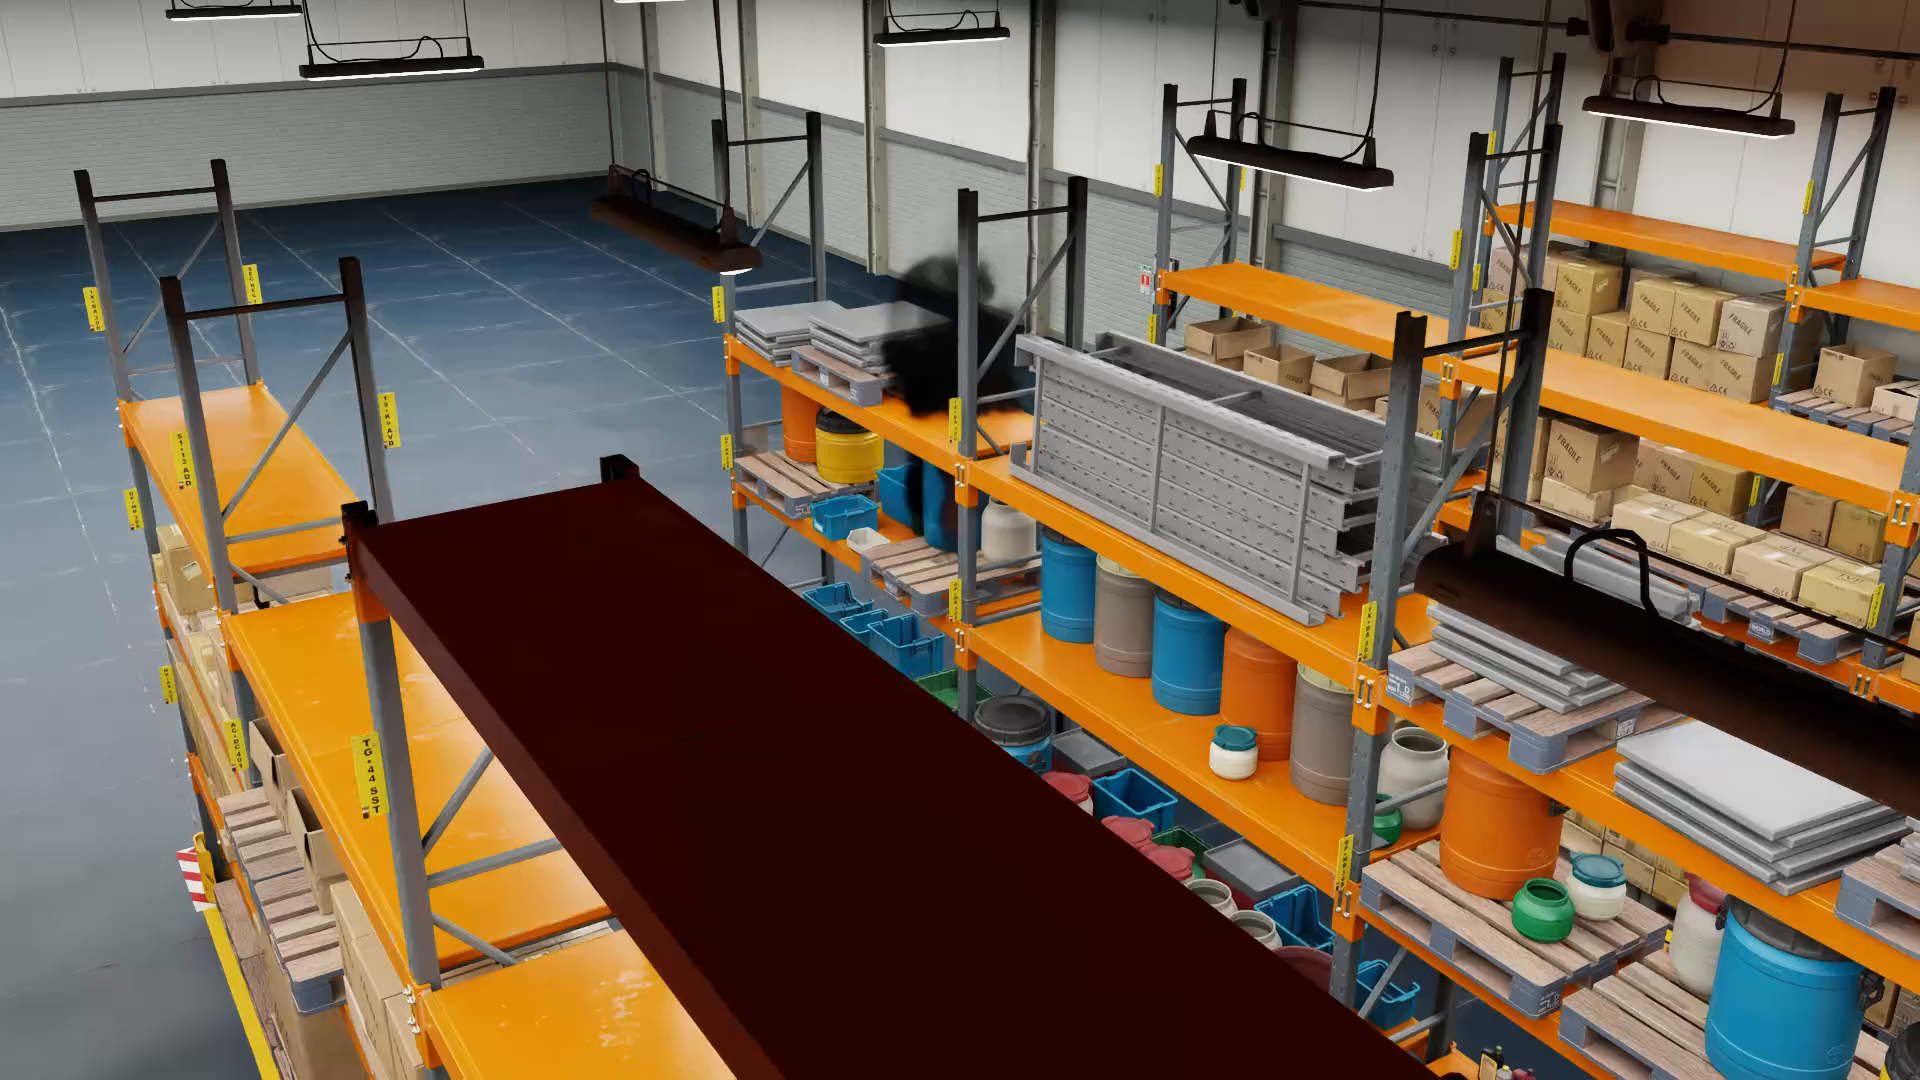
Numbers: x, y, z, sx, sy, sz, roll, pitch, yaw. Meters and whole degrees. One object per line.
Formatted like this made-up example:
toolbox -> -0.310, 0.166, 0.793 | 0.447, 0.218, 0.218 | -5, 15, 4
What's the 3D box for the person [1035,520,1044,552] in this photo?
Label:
person -> 1.055, -0.380, 20.004 | 0.771, 1.767, 0.712 | 3, 22, 7
